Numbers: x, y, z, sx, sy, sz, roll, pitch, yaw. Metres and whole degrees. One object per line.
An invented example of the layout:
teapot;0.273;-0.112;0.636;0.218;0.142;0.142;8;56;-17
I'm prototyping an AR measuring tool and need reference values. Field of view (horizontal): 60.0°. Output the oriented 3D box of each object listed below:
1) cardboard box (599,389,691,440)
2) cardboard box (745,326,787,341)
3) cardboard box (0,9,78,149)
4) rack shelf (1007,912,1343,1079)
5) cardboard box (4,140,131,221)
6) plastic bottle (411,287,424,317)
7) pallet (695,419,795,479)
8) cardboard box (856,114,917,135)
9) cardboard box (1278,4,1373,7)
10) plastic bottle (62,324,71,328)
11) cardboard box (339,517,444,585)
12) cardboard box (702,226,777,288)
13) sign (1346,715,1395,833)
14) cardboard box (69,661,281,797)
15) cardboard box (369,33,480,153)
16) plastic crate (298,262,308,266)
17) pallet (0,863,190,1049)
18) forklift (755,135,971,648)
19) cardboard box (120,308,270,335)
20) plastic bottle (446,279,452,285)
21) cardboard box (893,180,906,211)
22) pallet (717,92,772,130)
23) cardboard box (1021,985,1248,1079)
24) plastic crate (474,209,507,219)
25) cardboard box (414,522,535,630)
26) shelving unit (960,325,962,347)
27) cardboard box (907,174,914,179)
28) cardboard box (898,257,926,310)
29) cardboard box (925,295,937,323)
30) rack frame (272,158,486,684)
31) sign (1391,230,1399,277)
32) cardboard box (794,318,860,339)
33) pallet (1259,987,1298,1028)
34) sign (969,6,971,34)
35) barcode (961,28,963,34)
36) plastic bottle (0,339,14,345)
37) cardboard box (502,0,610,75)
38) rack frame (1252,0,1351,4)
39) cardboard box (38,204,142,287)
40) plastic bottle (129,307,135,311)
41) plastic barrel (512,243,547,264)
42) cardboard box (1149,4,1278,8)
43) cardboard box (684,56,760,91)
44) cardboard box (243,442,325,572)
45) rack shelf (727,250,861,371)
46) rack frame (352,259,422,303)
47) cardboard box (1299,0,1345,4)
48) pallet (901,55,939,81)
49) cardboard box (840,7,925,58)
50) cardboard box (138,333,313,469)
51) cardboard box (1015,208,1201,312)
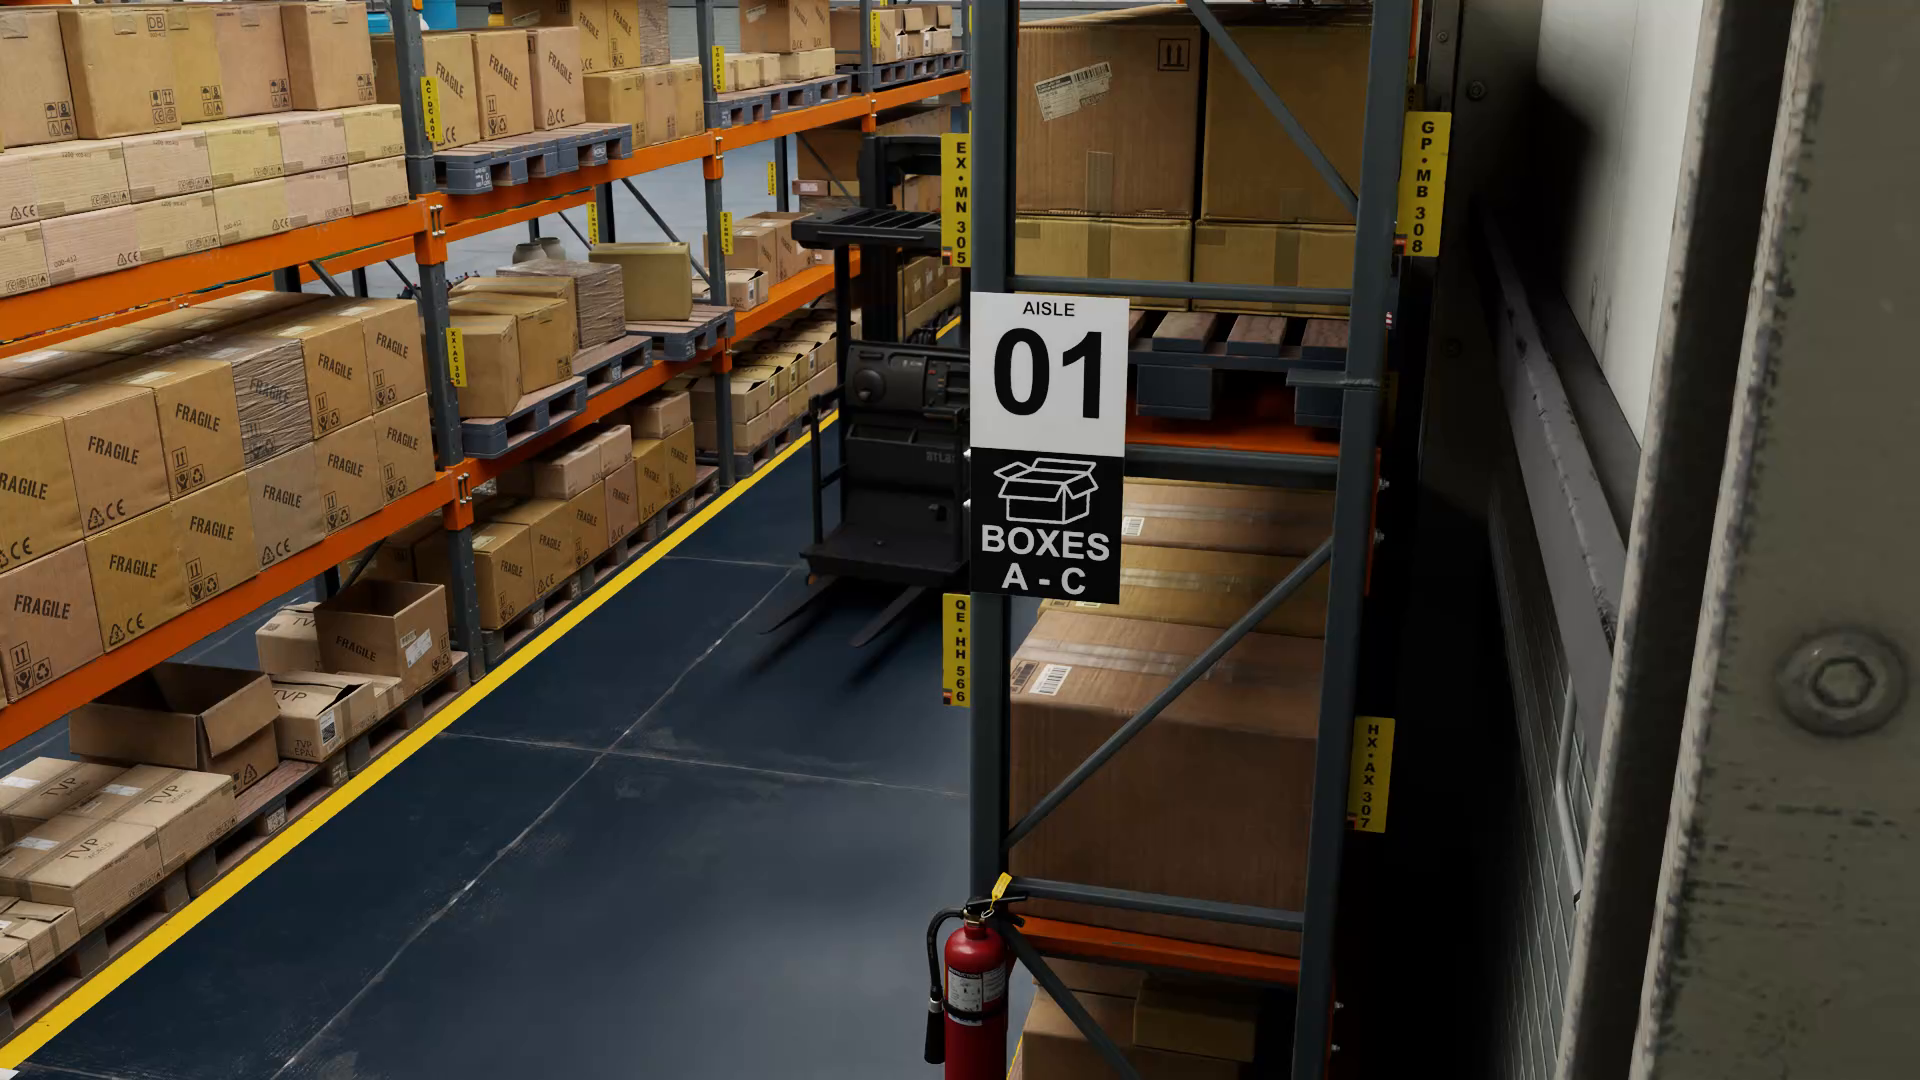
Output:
cardboard box;-2.335;-0.939;12.323;0.500;0.250;0.500;5;20;15
cardboard box;-1.942;-1.877;15.778;0.500;0.311;0.500;4;19;12
cardboard box;-3.947;-1.799;6.471;0.700;0.500;0.500;5;19;13
rack shelf;1.014;0.722;6.545;1.077;0.370;4.000;5;19;13
cardboard box;-3.656;-1.420;6.522;0.500;0.250;0.500;5;19;13
plastic bottle;-6.132;-2.703;18.877;0.144;0.351;0.185;5;19;13
pallet;-2.085;-0.824;14.273;1.003;0.211;1.213;5;19;13
cardboard box;-0.877;-4.415;18.311;0.700;0.500;0.500;5;19;13
cardboard box;1.559;-1.957;6.903;0.500;0.500;0.500;5;19;13
plastic bottle;-7.033;-1.767;13.027;0.097;0.201;0.097;0;19;0
cardboard box;-3.459;0.163;10.258;0.500;0.500;0.500;5;19;13
cardboard box;-1.930;-2.463;14.604;0.500;0.500;0.500;4;19;10
sign;1.062;0.607;4.307;0.100;0.325;0.005;5;19;13
cardboard box;-3.756;0.928;8.013;0.797;0.503;0.637;5;19;13
cardboard box;-3.107;-2.500;9.266;0.600;0.600;0.600;3;19;8
plastic crate;-6.435;-2.794;15.627;0.402;0.464;0.583;5;19;13
pallet;-4.066;1.665;6.987;1.003;0.211;1.213;5;19;13
forklift;-0.383;-1.051;10.729;1.130;2.935;3.031;7;20;19
cardboard box;-3.815;-0.868;8.387;0.500;0.500;0.500;4;19;12
plastic bottle;-6.075;-2.960;19.752;0.097;0.271;0.097;0;19;0
cardboard box;-0.996;-3.652;18.084;0.700;0.500;0.500;5;19;14
pallet;-2.245;-3.439;13.265;1.213;0.211;1.003;6;20;16
cardboard box;0.600;1.766;5.595;0.700;0.500;0.500;5;19;13
plastic crate;-5.544;-3.838;19.110;0.450;0.188;0.662;5;19;13
cardboard box;-2.947;0.207;10.126;0.500;0.500;0.500;4;19;11
shelving unit;0.314;-0.949;12.646;0.431;1.500;0.755;7;20;19
cardboard box;-0.718;-4.051;18.250;0.380;0.149;0.250;4;19;13
cardboard box;-0.686;-2.829;18.273;0.500;0.500;0.500;5;19;13
cardboard box;-0.569;-2.631;18.854;0.500;0.250;0.500;5;19;13
rack frame;-3.302;-0.635;9.406;1.000;3.000;0.127;5;19;13
sign;3.019;-2.004;11.622;0.100;0.325;0.005;5;19;13
cardboard box;-1.289;-1.992;16.116;0.500;0.311;0.500;5;20;15
pallet;0.945;1.690;6.912;1.003;0.211;1.213;5;19;13
sign;0.153;-6.150;19.664;0.100;0.325;0.005;5;19;13
barcode;0.024;-5.958;19.450;0.001;0.075;0.075;5;19;13
plastic bottle;-7.169;-1.607;12.433;0.061;0.283;0.133;5;19;13
cardboard box;-2.686;-3.373;11.079;0.500;0.500;0.500;5;19;13
rack frame;2.480;-4.338;10.965;1.000;3.000;0.127;5;19;13
cardboard box;-3.652;-1.183;6.602;0.500;0.250;0.500;5;19;13
plastic bottle;-6.858;-1.992;13.686;0.097;0.201;0.097;0;19;0
plastic barrel;-5.381;-3.440;20.819;0.421;0.512;0.421;0;19;0
cardboard box;1.057;-1.993;7.009;0.500;0.500;0.500;4;19;13
cardboard box;-2.007;-3.927;13.985;0.500;0.250;0.500;4;19;12
cardboard box;-3.423;-0.182;7.926;0.500;0.500;0.500;5;20;15
rack shelf;-1.836;-2.175;15.028;1.077;0.370;4.000;5;19;13
rack frame;-6.149;-3.535;17.896;1.000;3.000;0.127;5;19;13
cardboard box;3.317;-4.880;15.461;0.500;0.500;0.500;3;19;9
pallet;-0.864;-5.171;18.181;1.003;0.211;1.213;5;19;13
cardboard box;-0.822;-5.382;17.637;0.797;0.503;0.637;7;20;19
cardboard box;-3.420;-0.658;7.771;0.500;0.500;0.500;5;19;14
cardboard box;0.447;-0.836;4.782;0.500;0.250;0.500;5;20;15
